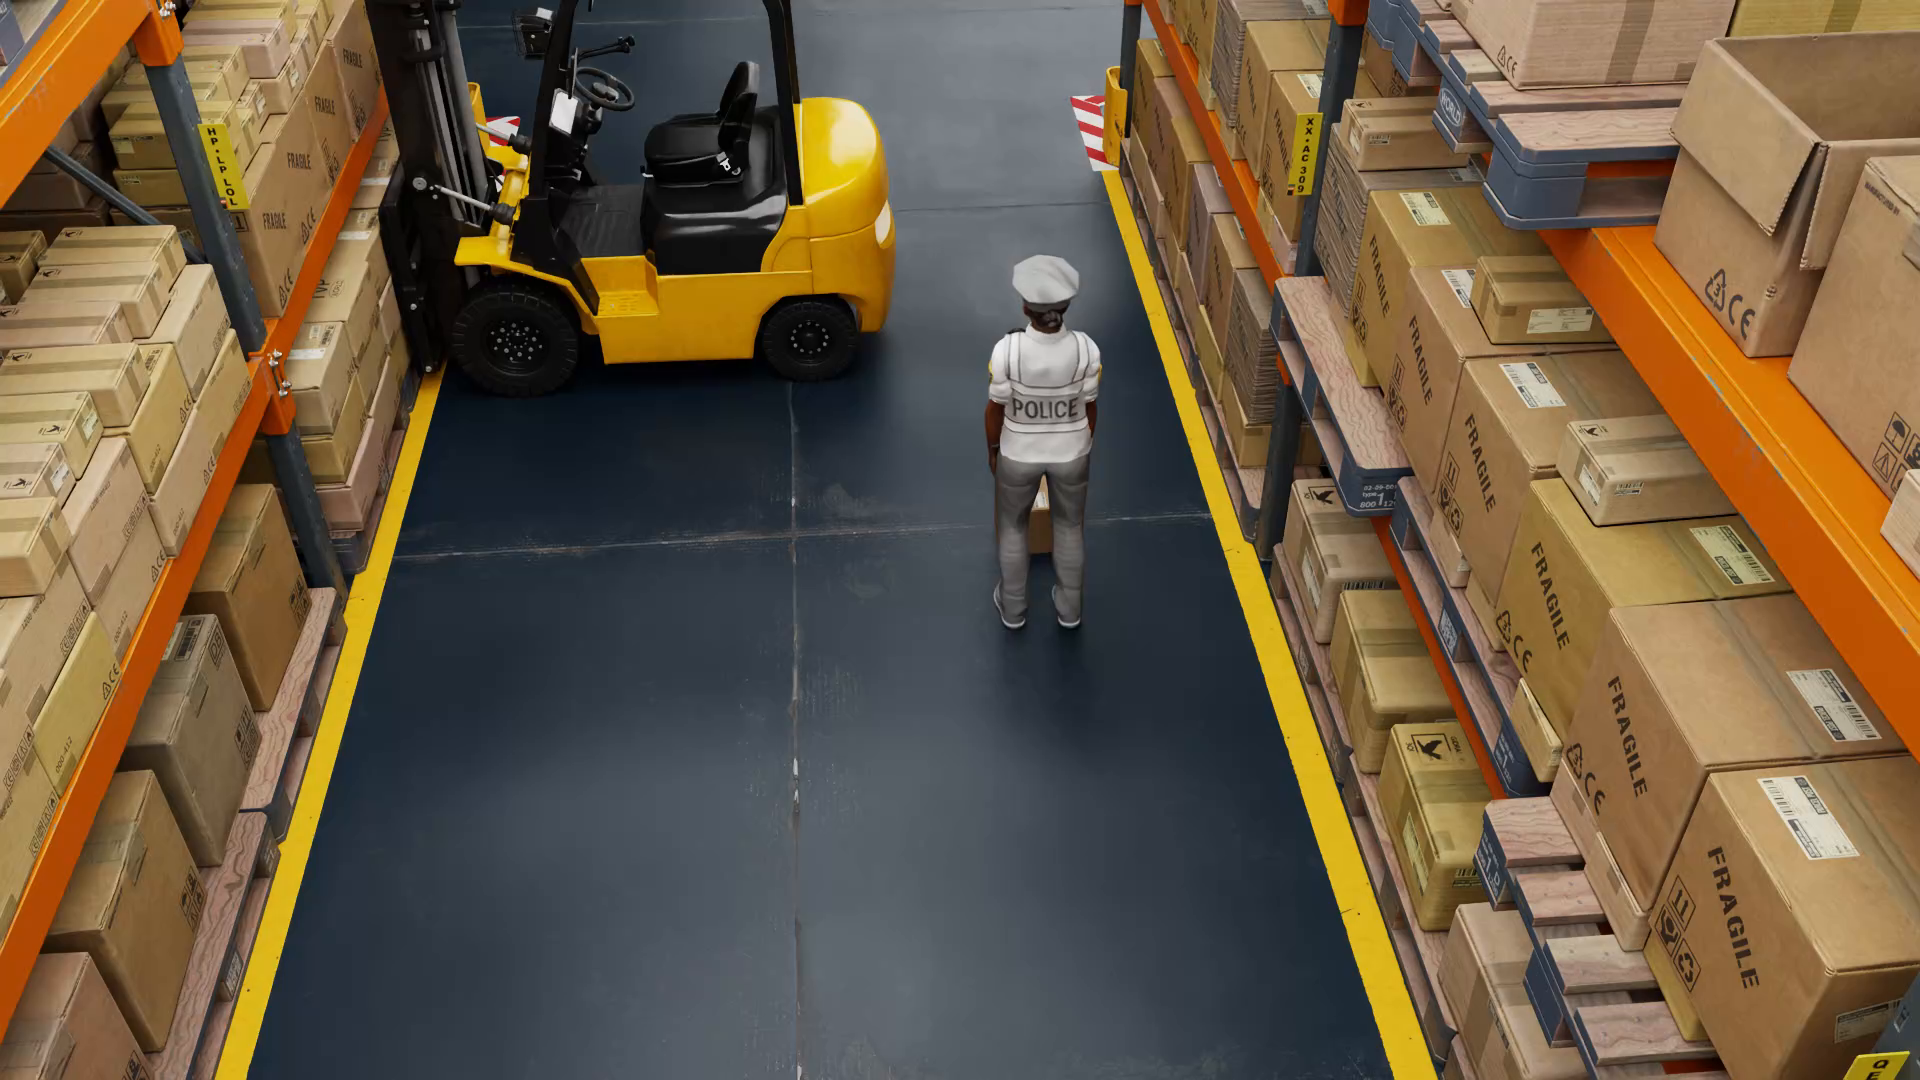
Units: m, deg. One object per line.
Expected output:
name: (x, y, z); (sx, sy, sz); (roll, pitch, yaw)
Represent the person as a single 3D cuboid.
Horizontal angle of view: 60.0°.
person: (0.334, -0.281, 6.629); (0.387, 1.350, 0.324); (-2, 39, -3)
